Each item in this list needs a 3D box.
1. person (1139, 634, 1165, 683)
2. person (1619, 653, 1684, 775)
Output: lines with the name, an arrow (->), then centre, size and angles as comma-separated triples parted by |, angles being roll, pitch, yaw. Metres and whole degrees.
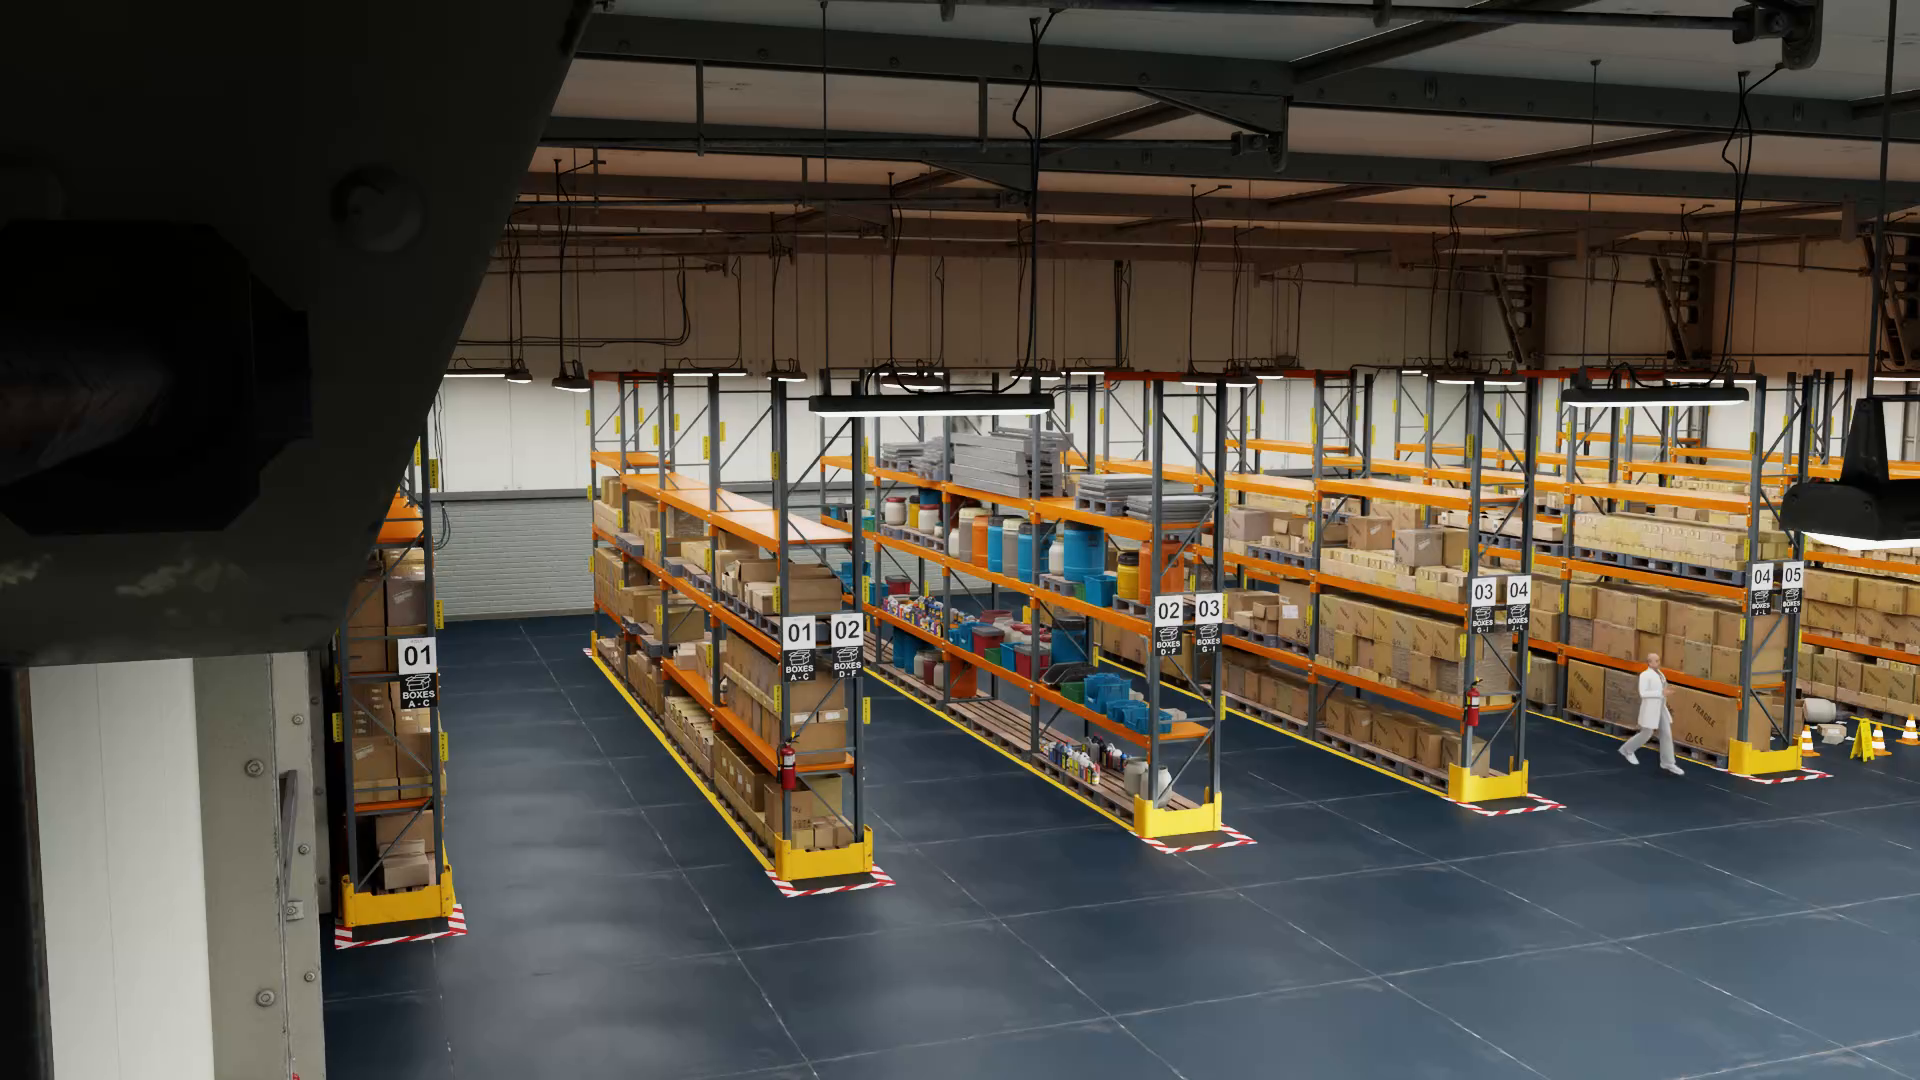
person -> 3.517, 1.778, 30.532 | 0.696, 1.735, 0.558 | -3, 7, -26
person -> 10.519, 2.601, 25.231 | 0.705, 1.780, 1.009 | -5, 8, -35
